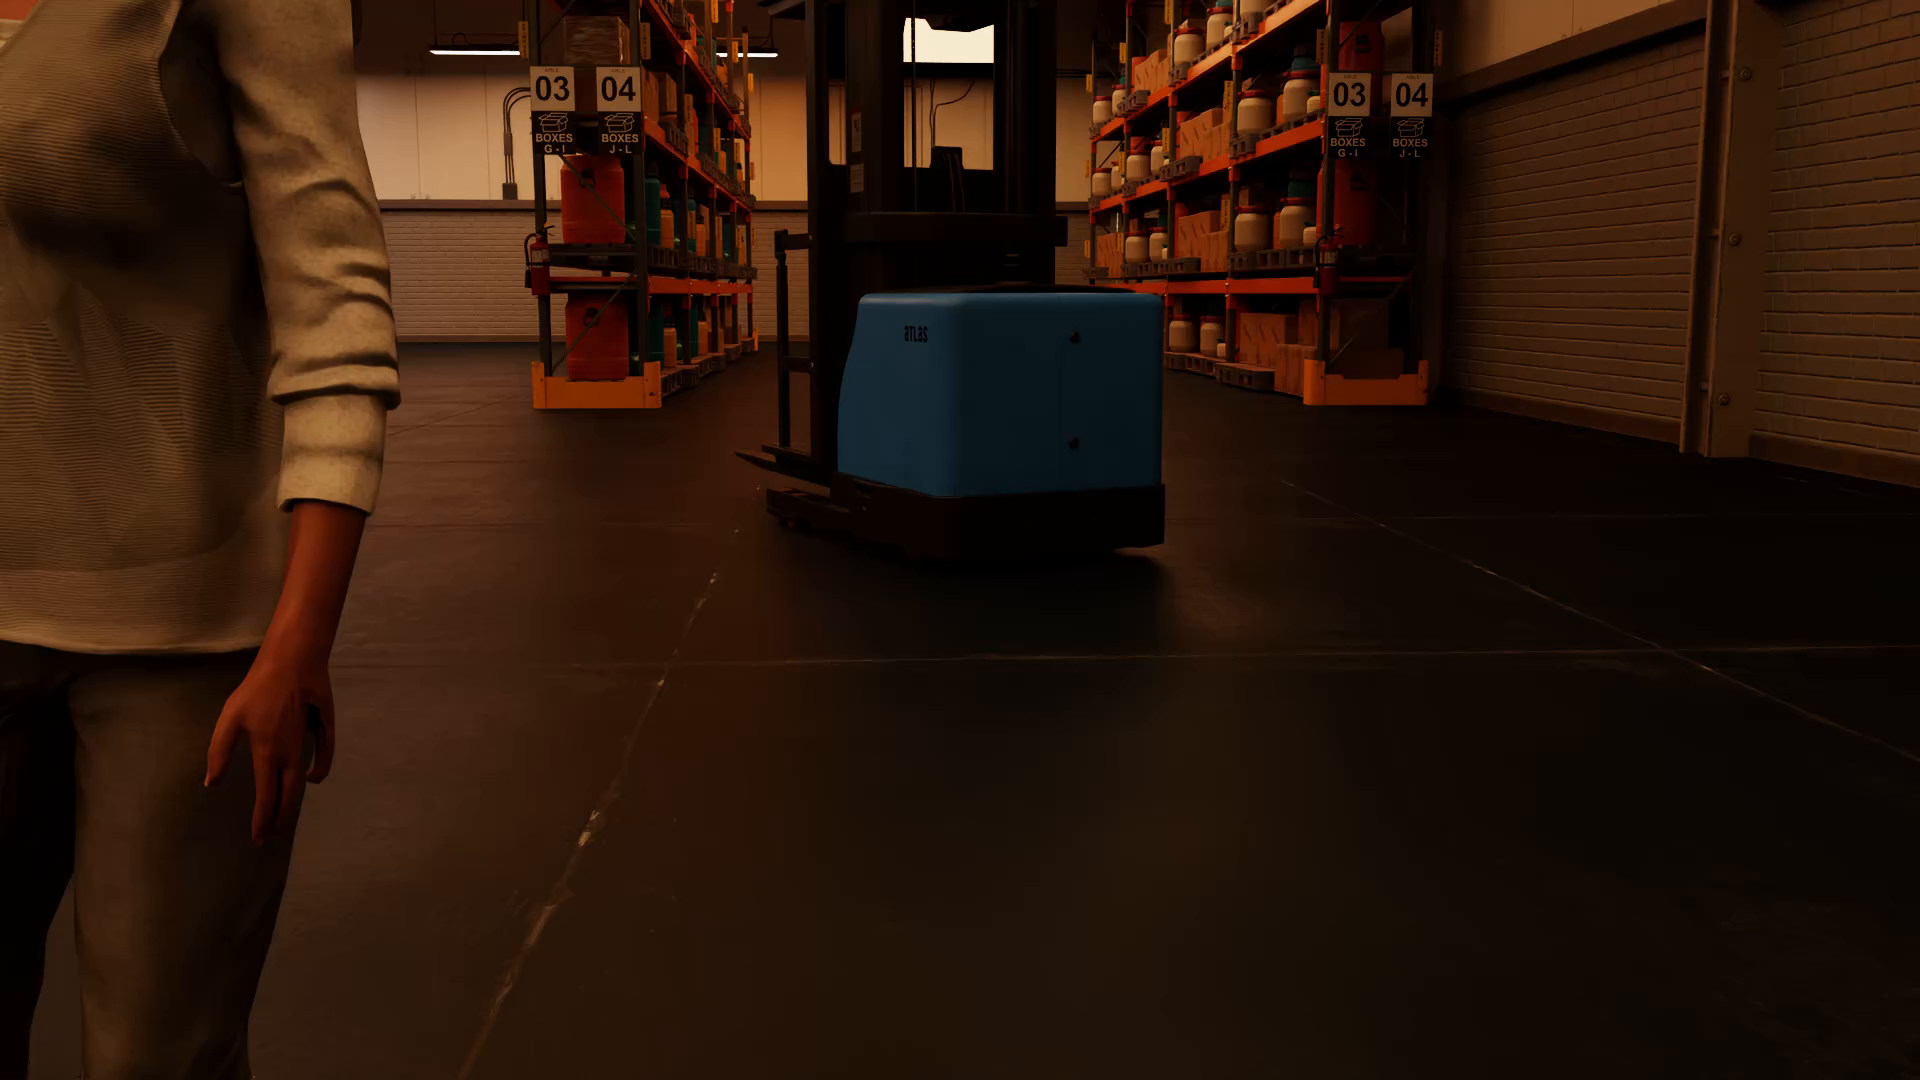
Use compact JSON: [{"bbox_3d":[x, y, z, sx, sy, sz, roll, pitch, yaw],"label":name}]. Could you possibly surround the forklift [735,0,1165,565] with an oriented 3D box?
[{"bbox_3d":[-0.264,-1.530,7.637,1.130,2.935,3.031,-4,9,-25],"label":"forklift"}]
